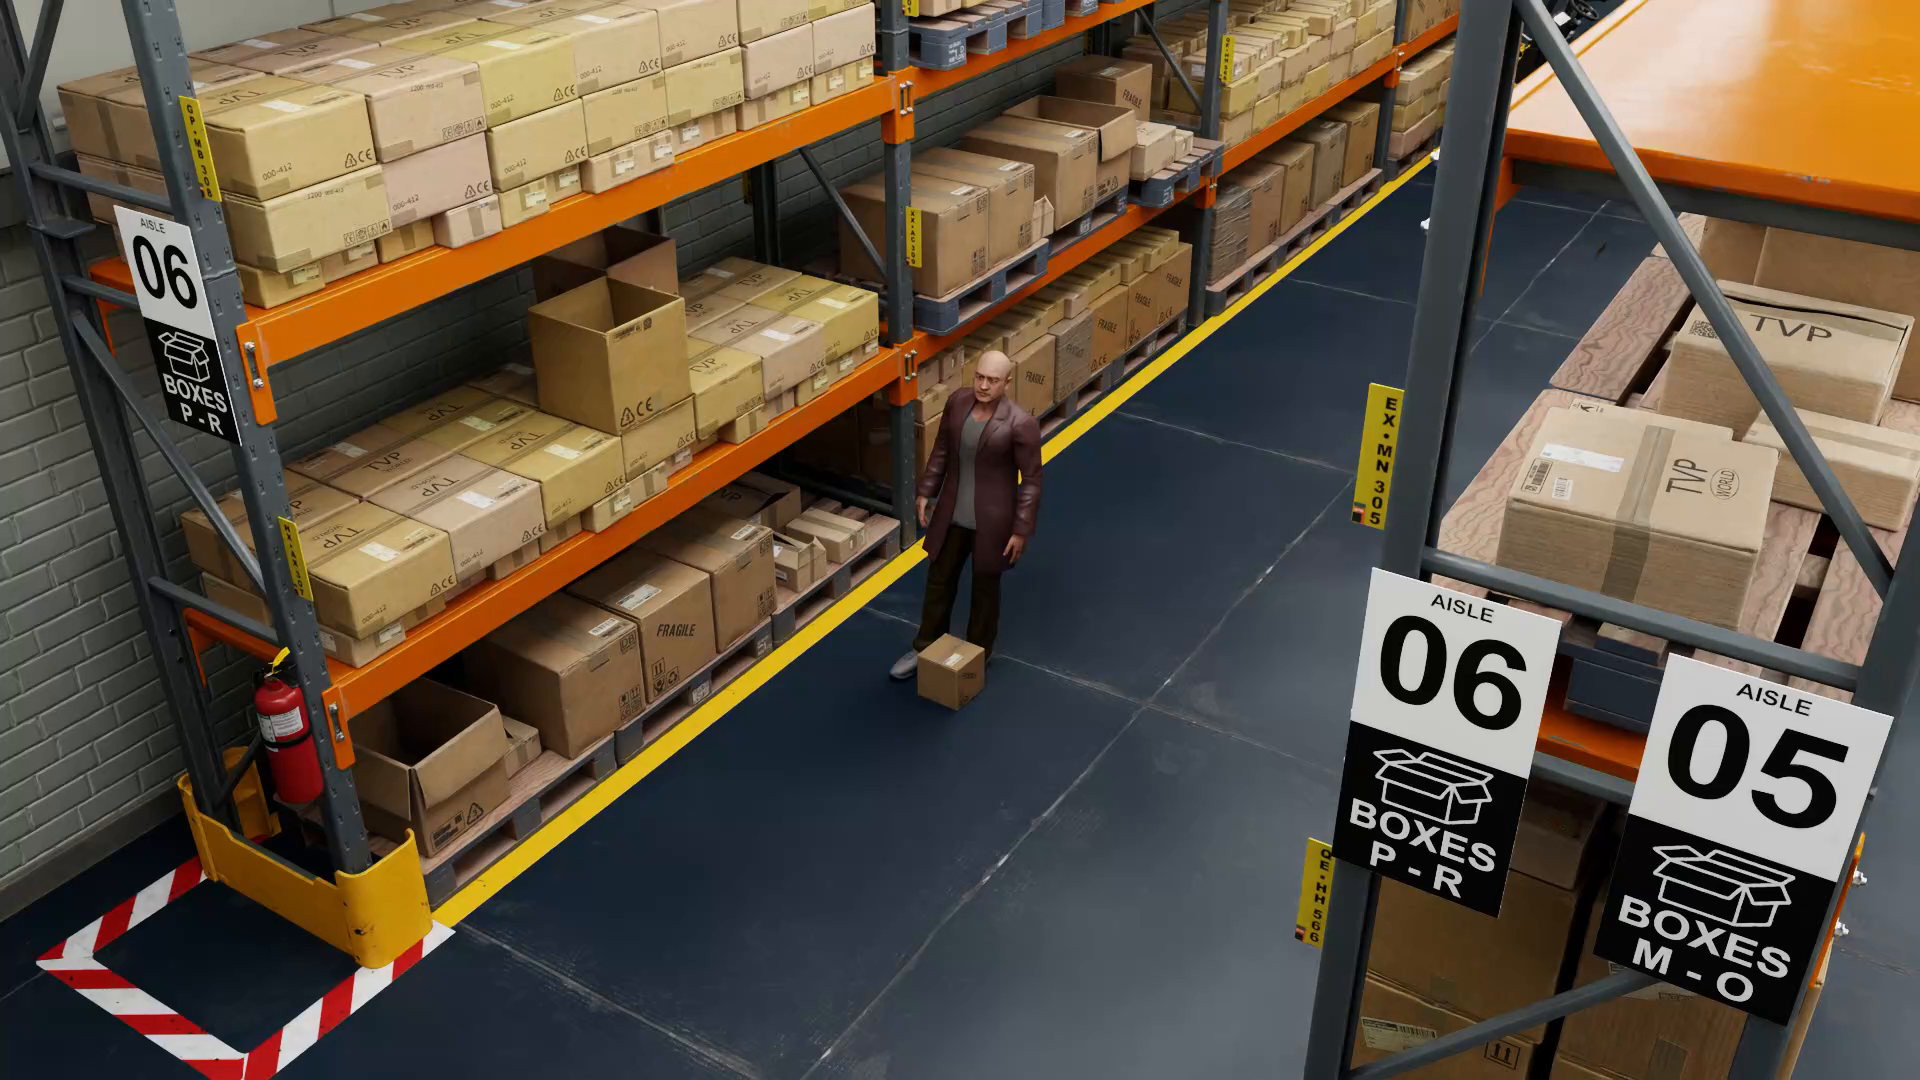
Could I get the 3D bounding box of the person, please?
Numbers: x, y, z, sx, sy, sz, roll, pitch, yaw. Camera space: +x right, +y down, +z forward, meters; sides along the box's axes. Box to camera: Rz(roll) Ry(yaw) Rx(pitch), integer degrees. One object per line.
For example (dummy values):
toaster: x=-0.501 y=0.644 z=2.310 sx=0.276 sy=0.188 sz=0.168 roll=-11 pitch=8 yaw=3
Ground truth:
person: x=0.037 y=-0.077 z=8.323 sx=0.694 sy=1.776 sz=0.582 roll=18 pitch=35 yaw=28
